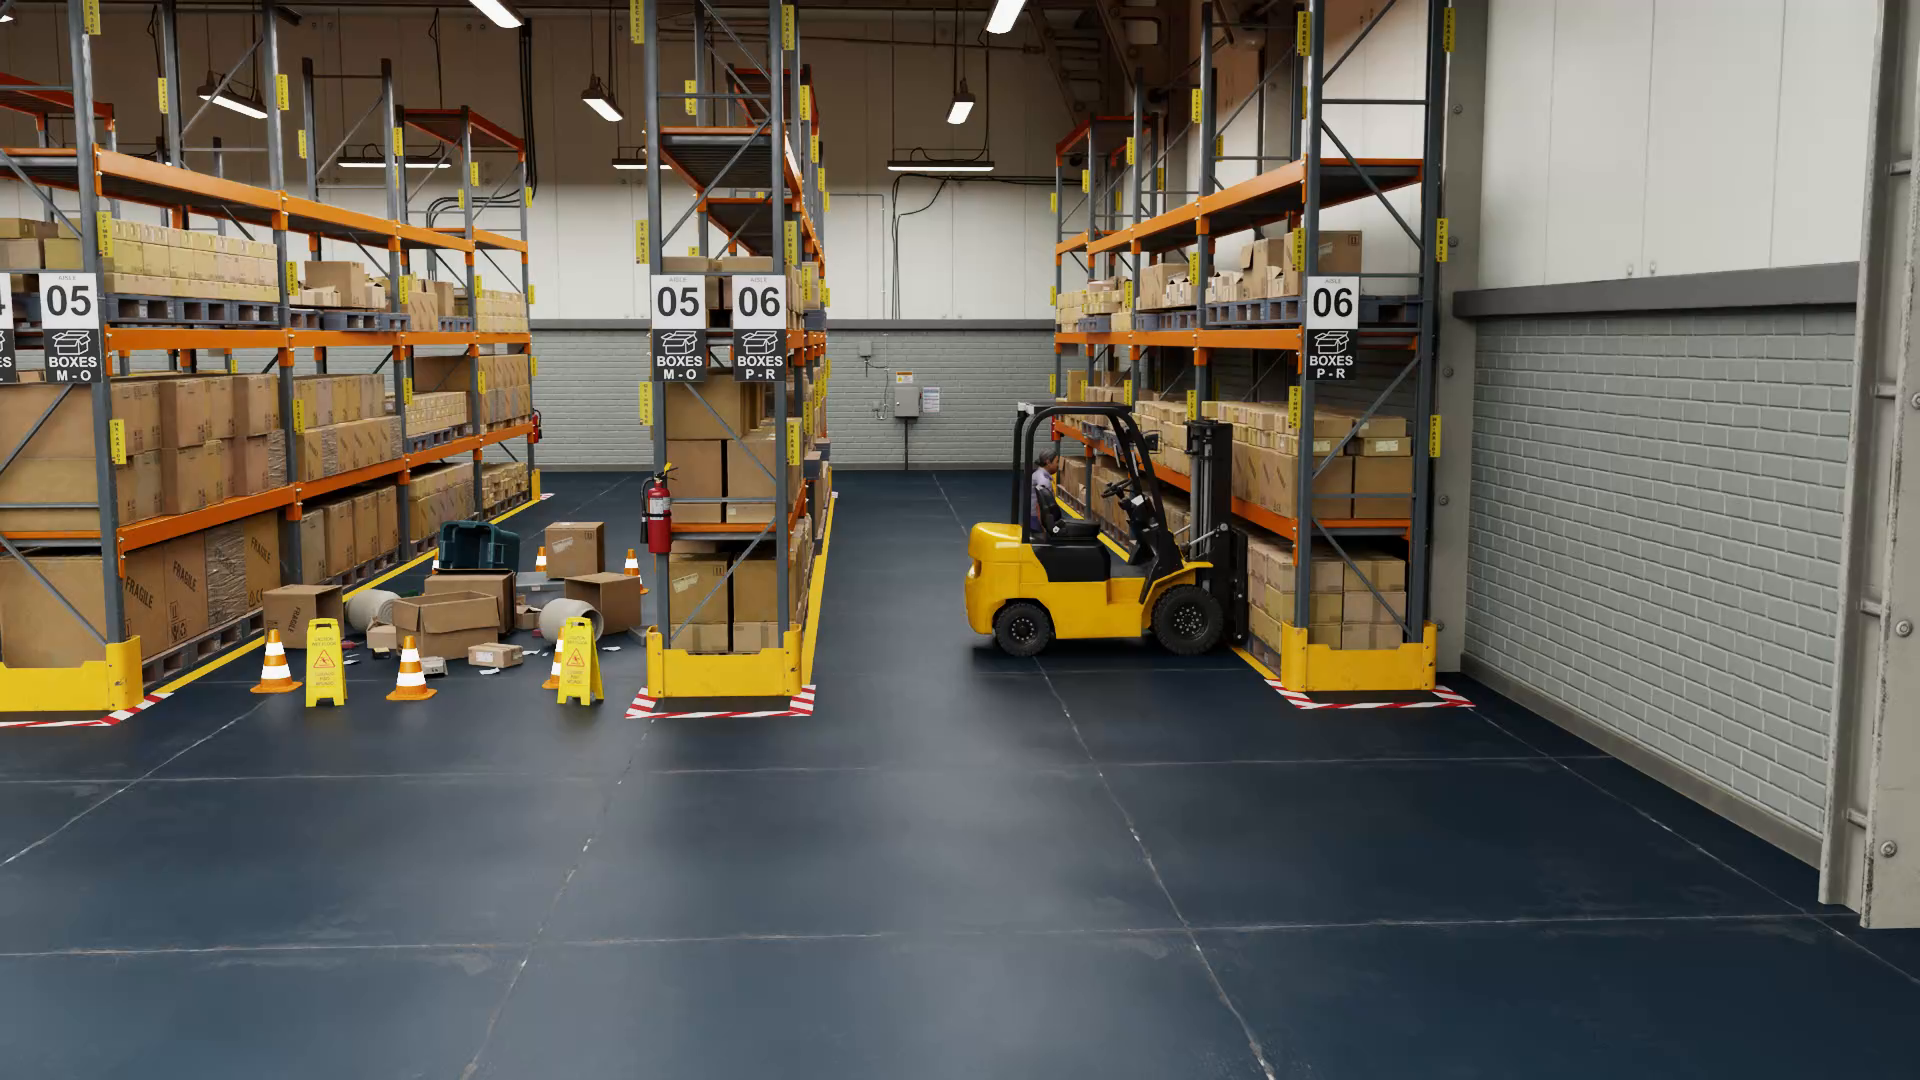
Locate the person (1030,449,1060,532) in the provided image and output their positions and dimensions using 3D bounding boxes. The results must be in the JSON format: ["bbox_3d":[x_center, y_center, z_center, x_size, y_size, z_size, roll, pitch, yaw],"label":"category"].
[{"bbox_3d":[0.798,-0.072,16.375,0.367,1.651,0.549,-1,7,-5],"label":"person"}]
